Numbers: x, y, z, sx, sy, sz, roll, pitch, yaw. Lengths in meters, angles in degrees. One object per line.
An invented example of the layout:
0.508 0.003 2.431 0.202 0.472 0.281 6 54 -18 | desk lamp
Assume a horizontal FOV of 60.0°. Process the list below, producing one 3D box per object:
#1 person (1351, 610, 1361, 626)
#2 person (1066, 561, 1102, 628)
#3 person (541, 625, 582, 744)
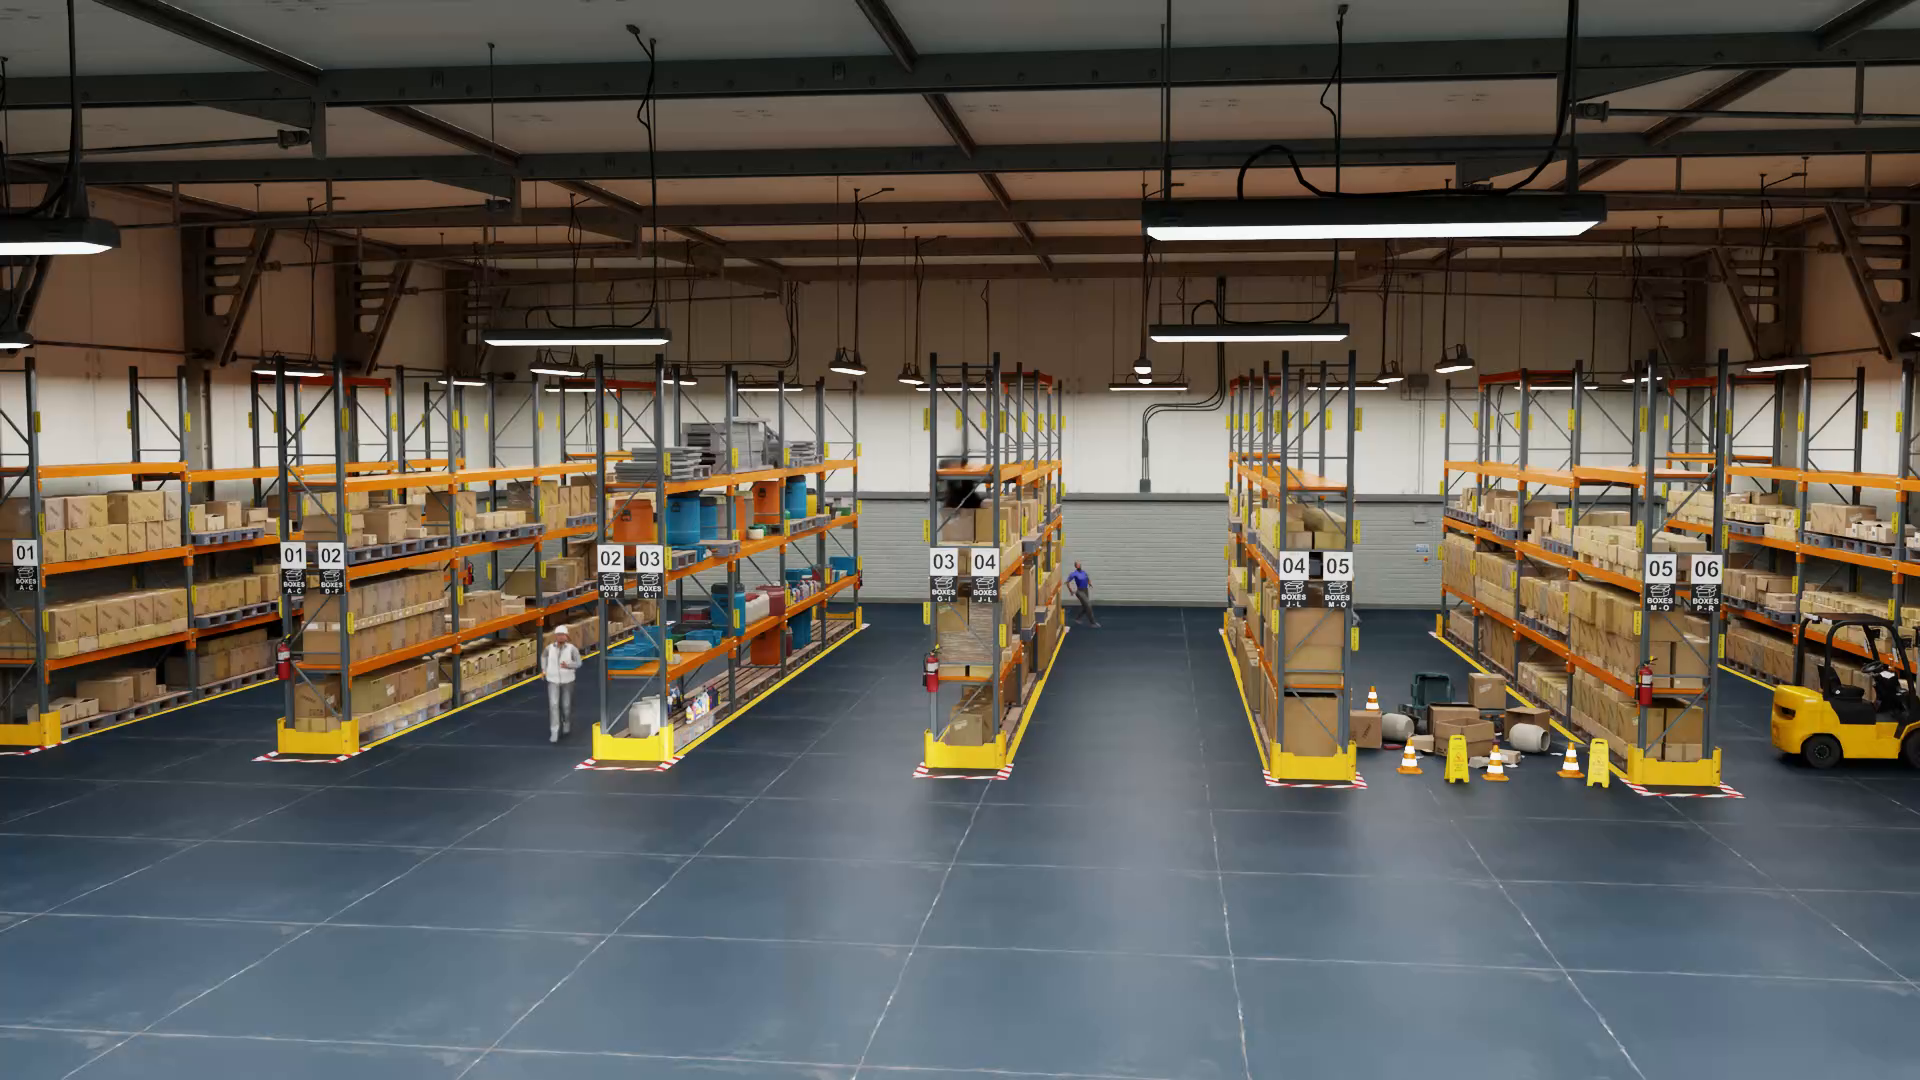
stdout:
9.302 1.320 40.393 0.867 1.701 0.587 1 4 14 | person
3.024 1.311 40.461 0.894 1.604 0.623 3 5 40 | person
-6.295 2.250 26.270 0.643 1.820 0.776 -1 4 -11 | person
